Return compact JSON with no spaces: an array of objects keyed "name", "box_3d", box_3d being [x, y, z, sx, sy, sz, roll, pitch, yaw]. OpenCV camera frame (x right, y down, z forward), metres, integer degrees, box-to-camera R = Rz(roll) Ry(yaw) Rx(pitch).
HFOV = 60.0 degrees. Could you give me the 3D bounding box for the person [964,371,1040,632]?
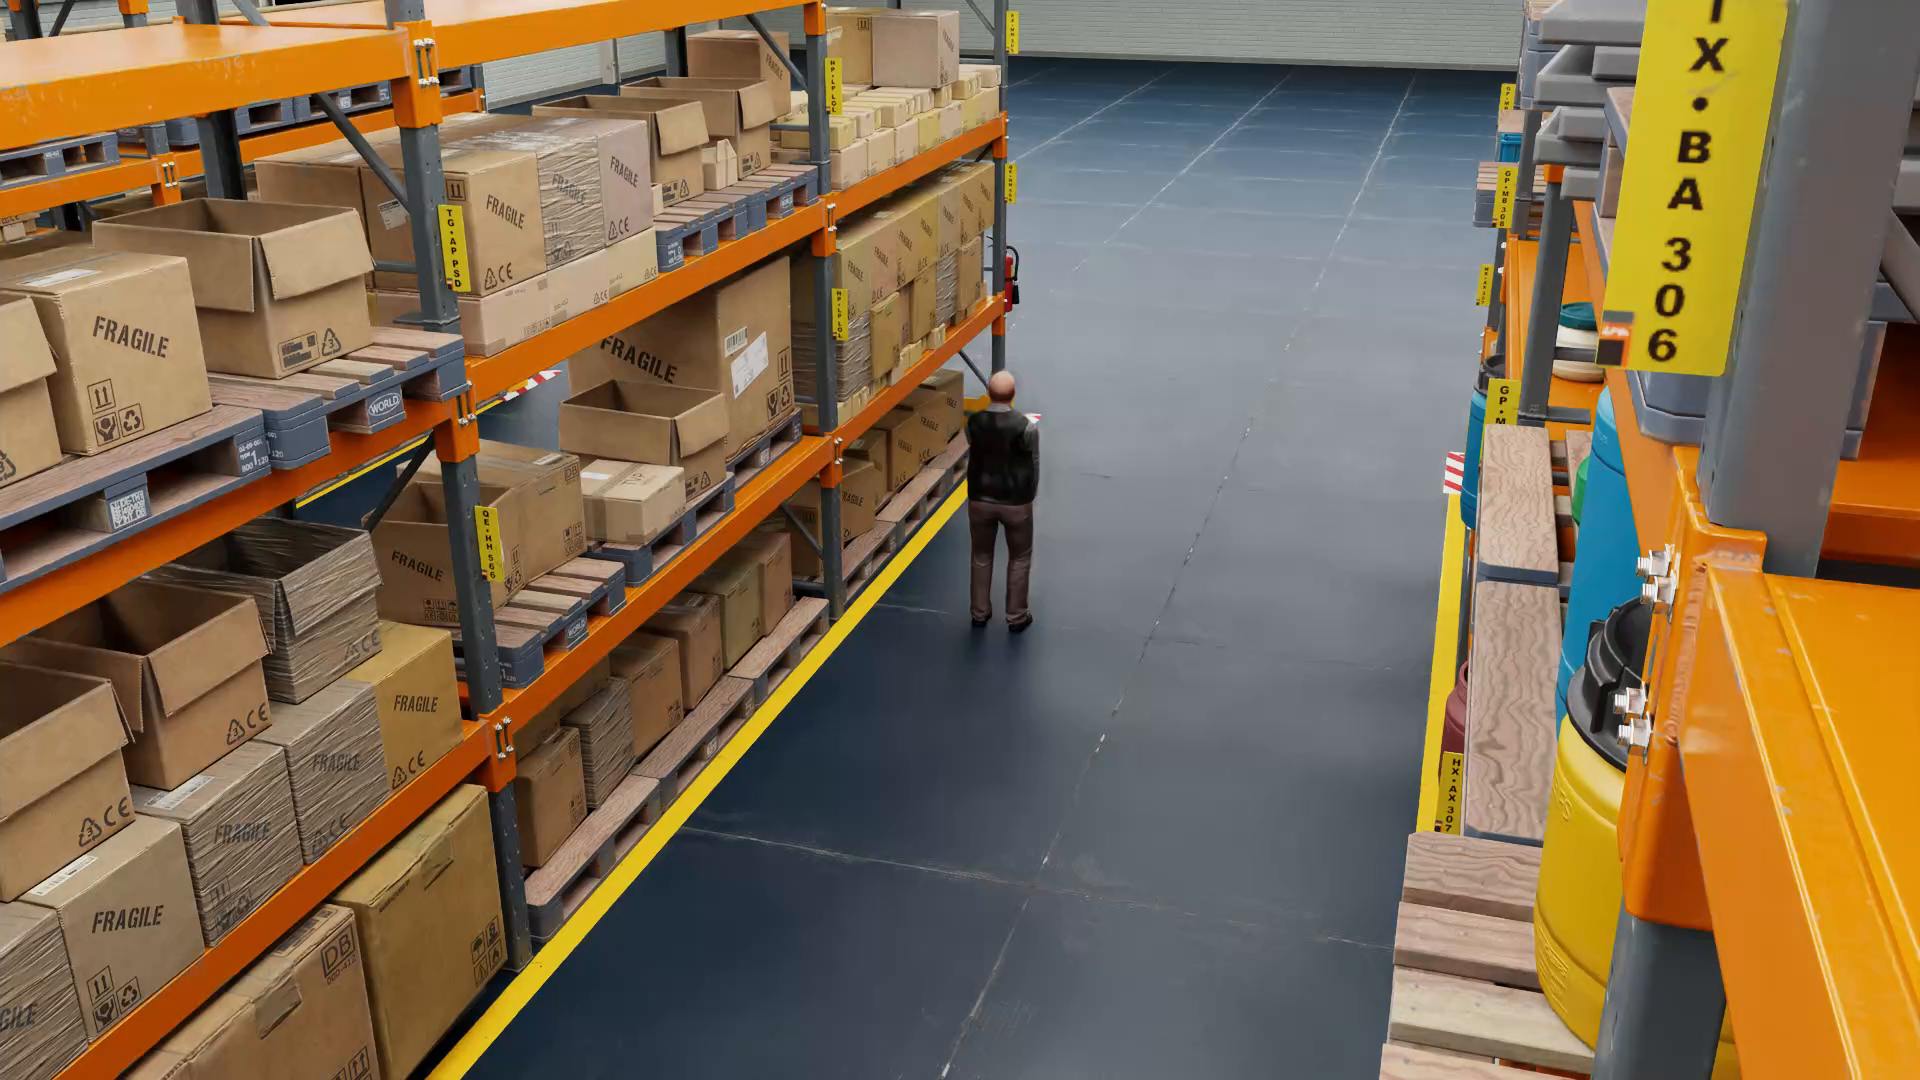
[{"name":"person","box_3d":[0.275,-0.273,10.817,0.490,1.717,0.571,6,23,15]}]
